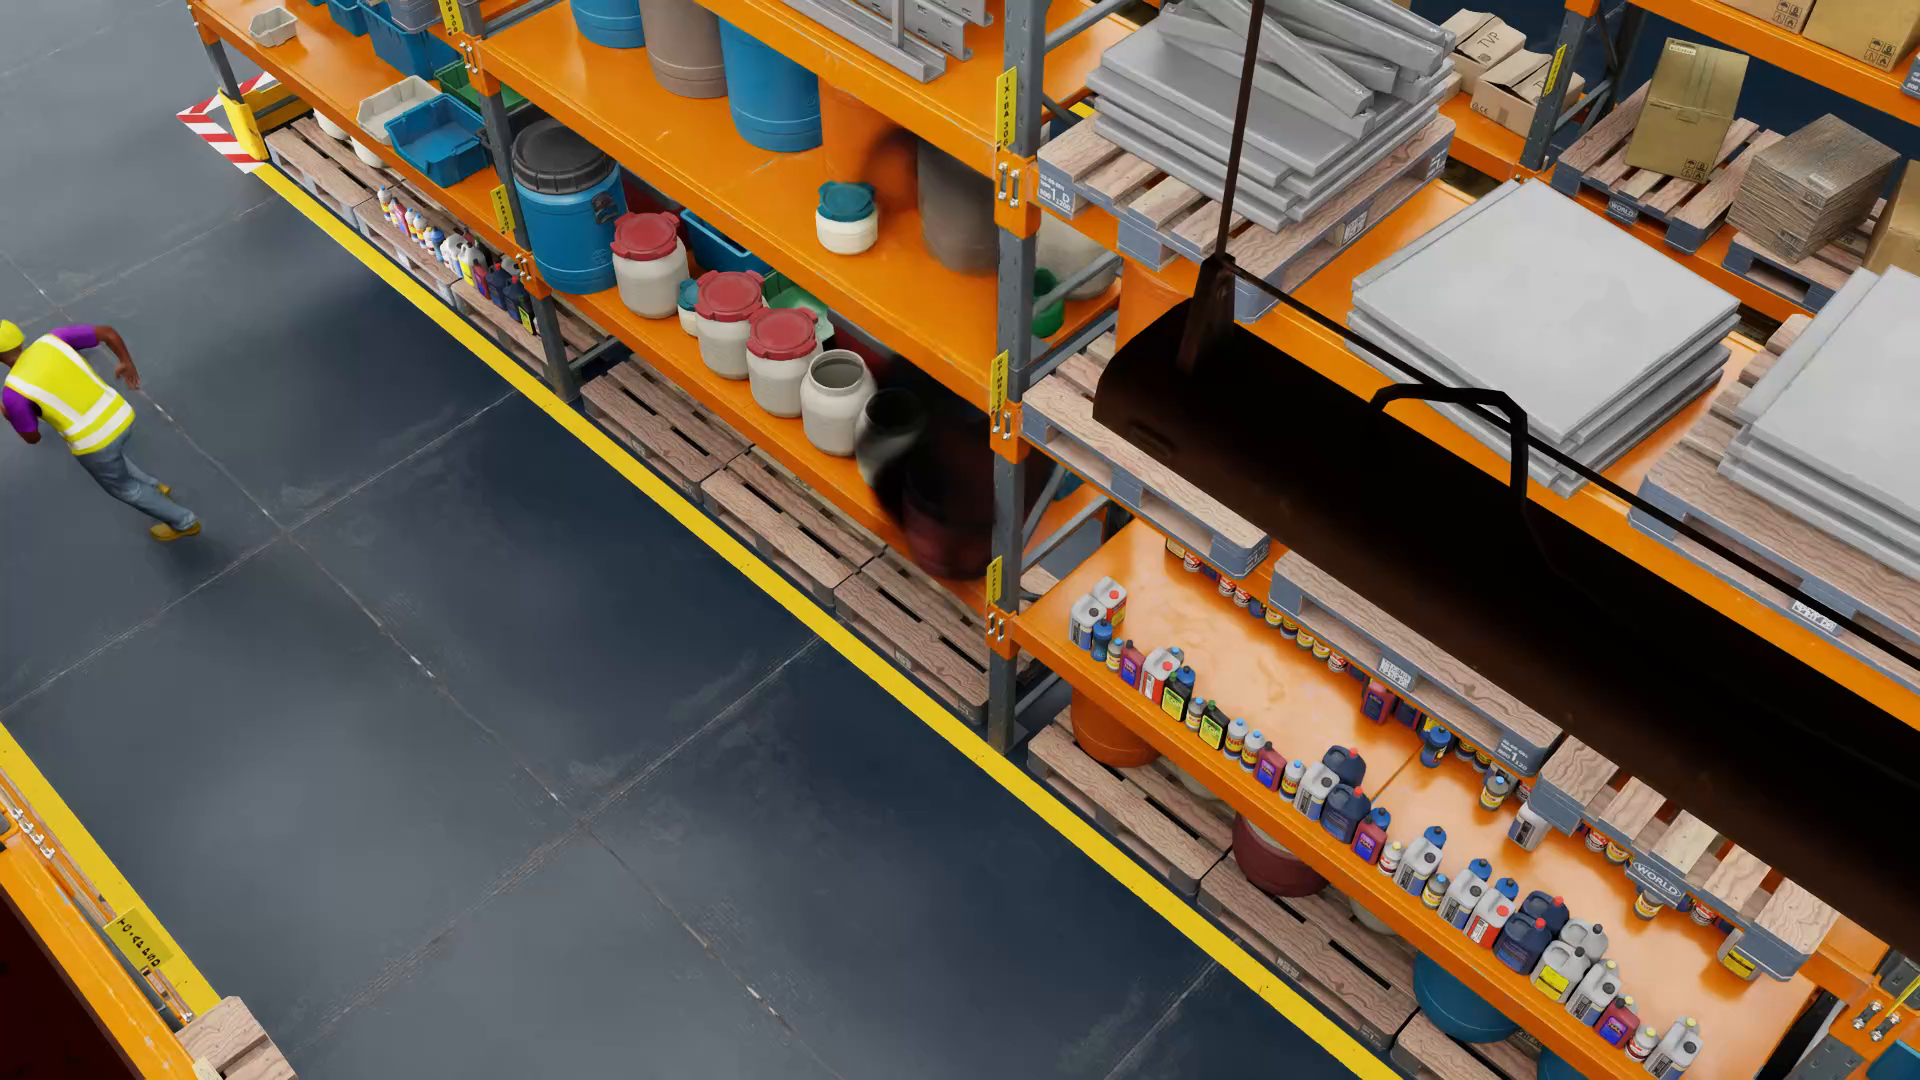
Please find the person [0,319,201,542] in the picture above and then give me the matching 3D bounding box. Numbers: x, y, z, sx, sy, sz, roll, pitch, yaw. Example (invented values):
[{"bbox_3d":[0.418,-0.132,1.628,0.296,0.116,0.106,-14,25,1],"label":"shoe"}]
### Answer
[{"bbox_3d":[-5.142,-0.683,9.865,0.898,1.586,0.740,12,51,10],"label":"person"}]
